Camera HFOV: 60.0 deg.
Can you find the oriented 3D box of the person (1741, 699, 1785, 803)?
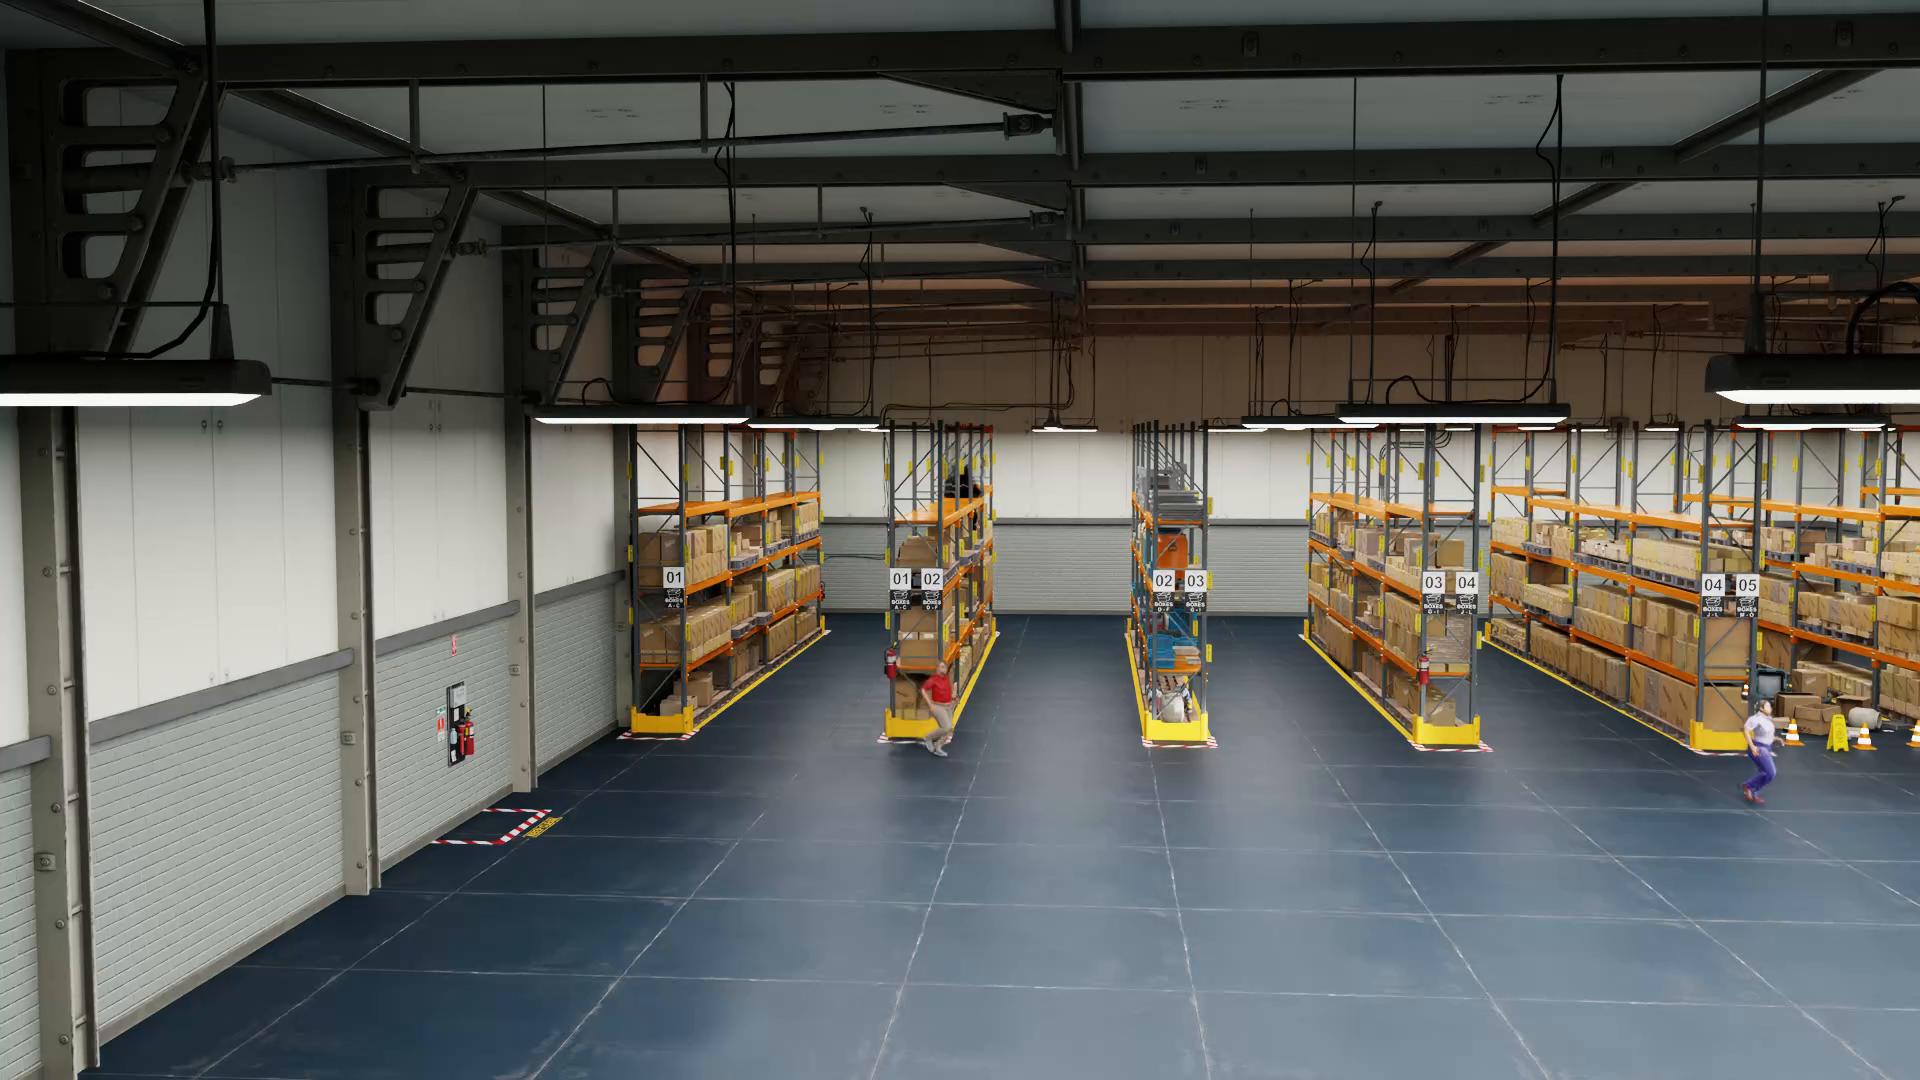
[{"bbox_3d":[12.492,3.290,25.842,0.538,1.604,0.614,3,5,43],"label":"person"}]

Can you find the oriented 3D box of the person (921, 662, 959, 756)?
[{"bbox_3d":[-0.297,3.013,29.613,0.562,1.683,0.666,2,4,35],"label":"person"}]
